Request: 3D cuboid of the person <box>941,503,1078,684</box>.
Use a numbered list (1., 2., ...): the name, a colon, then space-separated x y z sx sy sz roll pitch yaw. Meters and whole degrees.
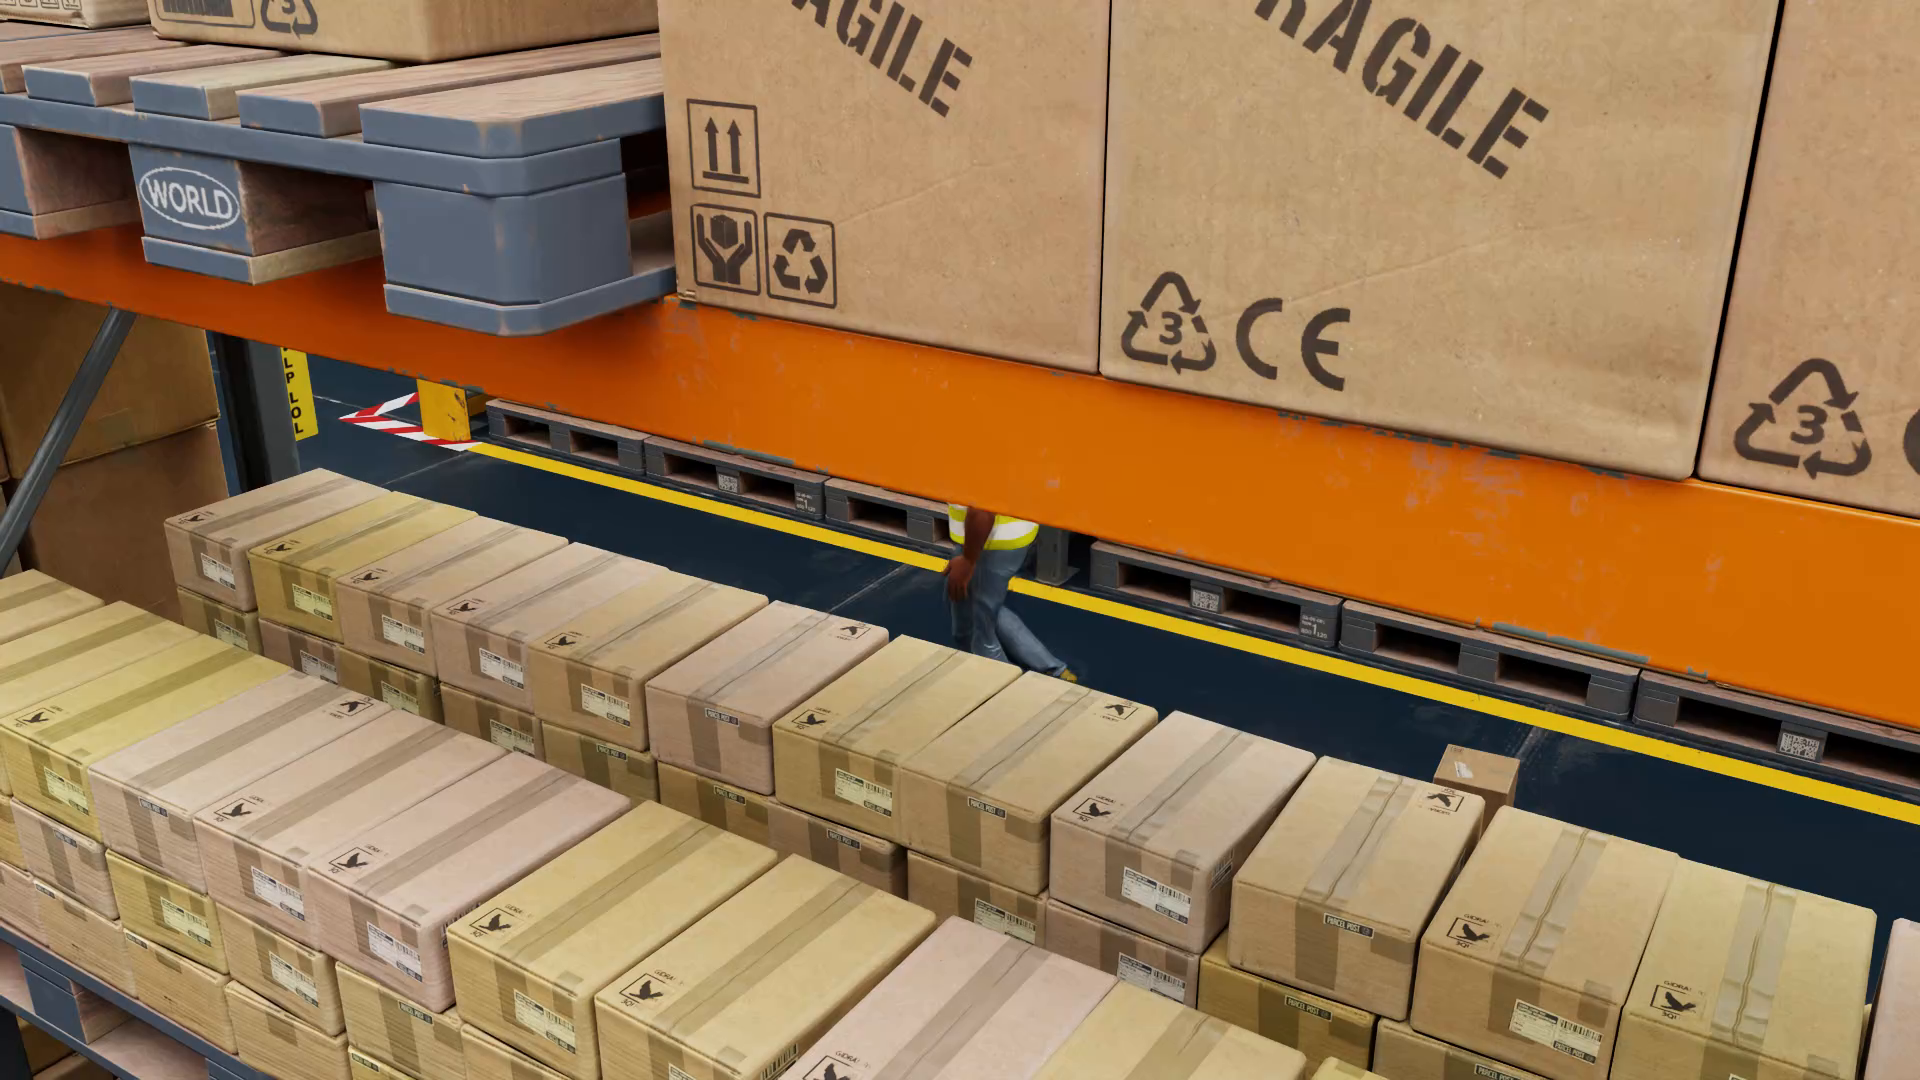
1. person: 0.164 -0.027 6.065 0.544 1.758 0.581 4 23 10
